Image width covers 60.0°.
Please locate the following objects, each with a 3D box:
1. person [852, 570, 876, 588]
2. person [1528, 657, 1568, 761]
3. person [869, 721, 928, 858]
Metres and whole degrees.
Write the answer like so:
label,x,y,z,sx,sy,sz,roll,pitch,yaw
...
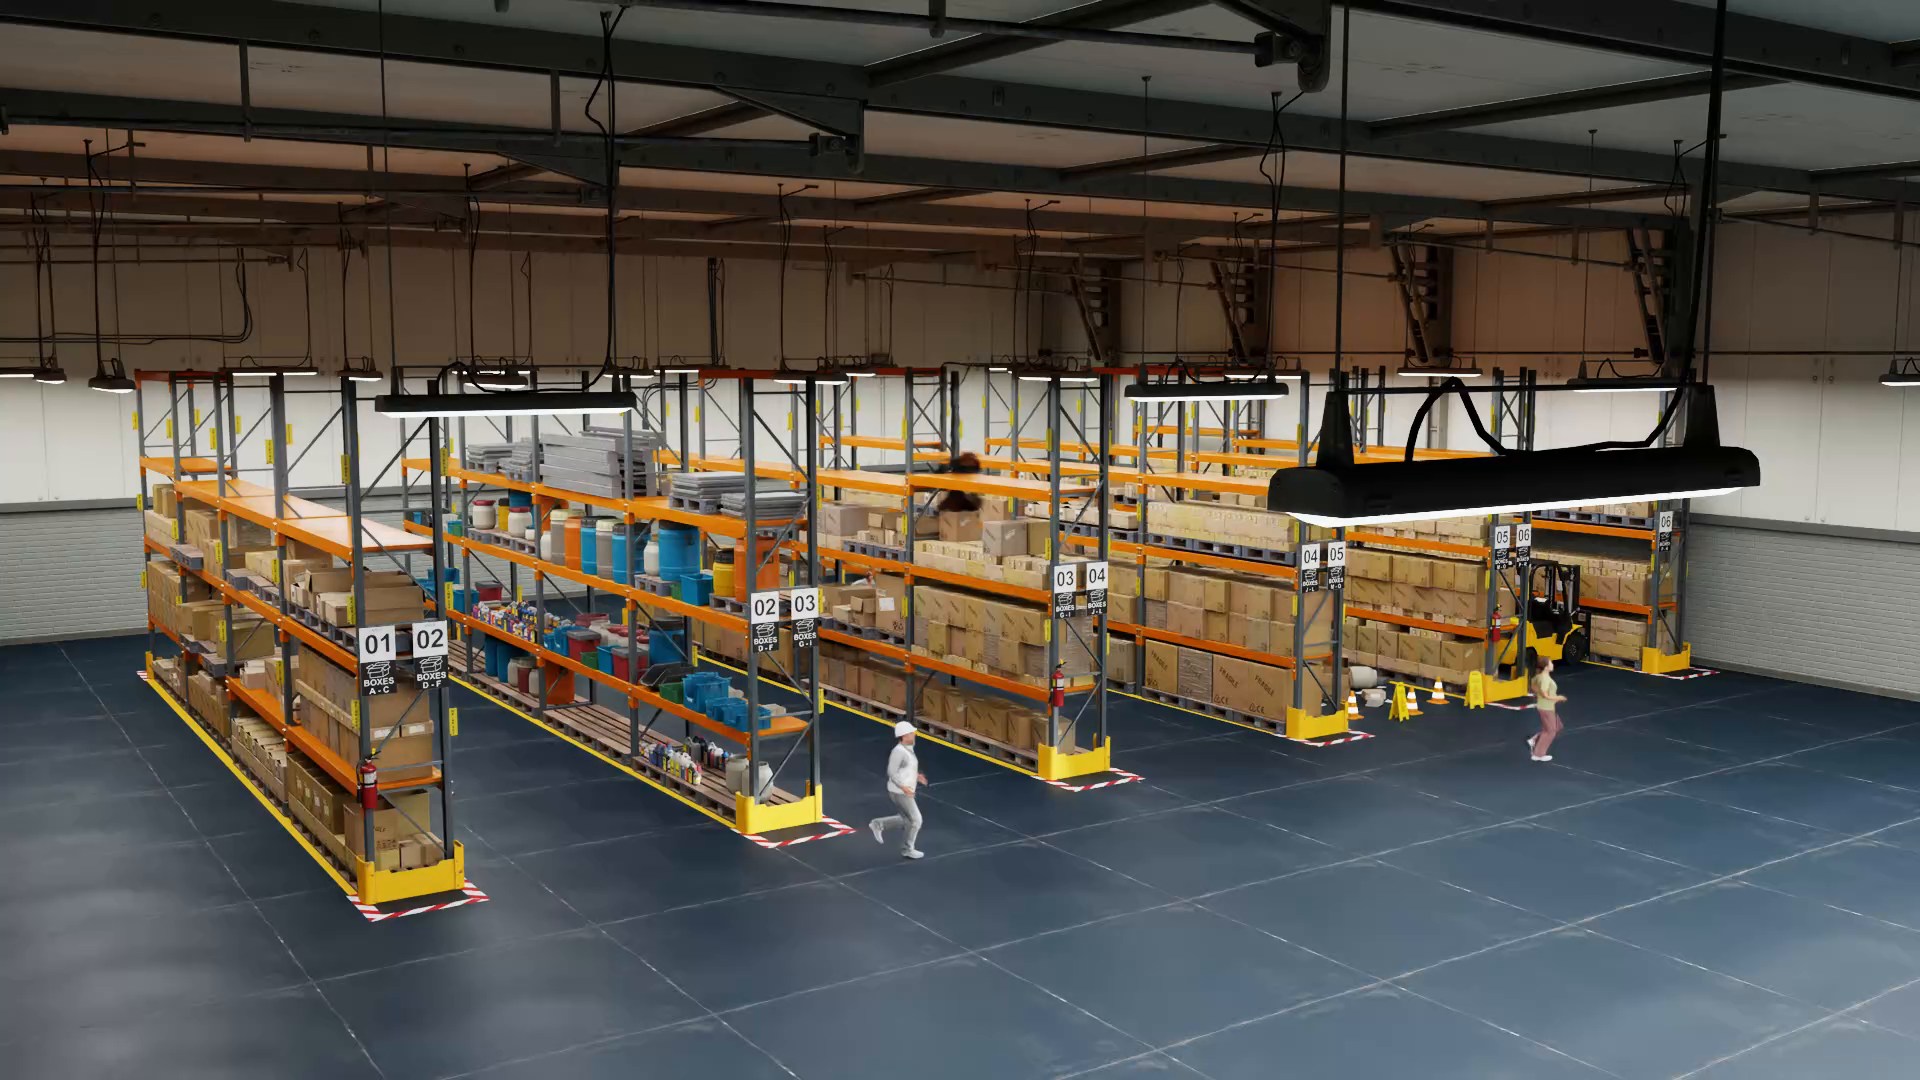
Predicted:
label,x,y,z,sx,sy,sz,roll,pitch,yaw
person,-2.119,1.425,36.641,0.536,1.595,0.887,-6,9,-41
person,9.110,2.612,25.761,0.539,1.625,0.572,1,7,11
person,-0.797,3.127,20.884,0.741,1.729,0.647,1,6,5
